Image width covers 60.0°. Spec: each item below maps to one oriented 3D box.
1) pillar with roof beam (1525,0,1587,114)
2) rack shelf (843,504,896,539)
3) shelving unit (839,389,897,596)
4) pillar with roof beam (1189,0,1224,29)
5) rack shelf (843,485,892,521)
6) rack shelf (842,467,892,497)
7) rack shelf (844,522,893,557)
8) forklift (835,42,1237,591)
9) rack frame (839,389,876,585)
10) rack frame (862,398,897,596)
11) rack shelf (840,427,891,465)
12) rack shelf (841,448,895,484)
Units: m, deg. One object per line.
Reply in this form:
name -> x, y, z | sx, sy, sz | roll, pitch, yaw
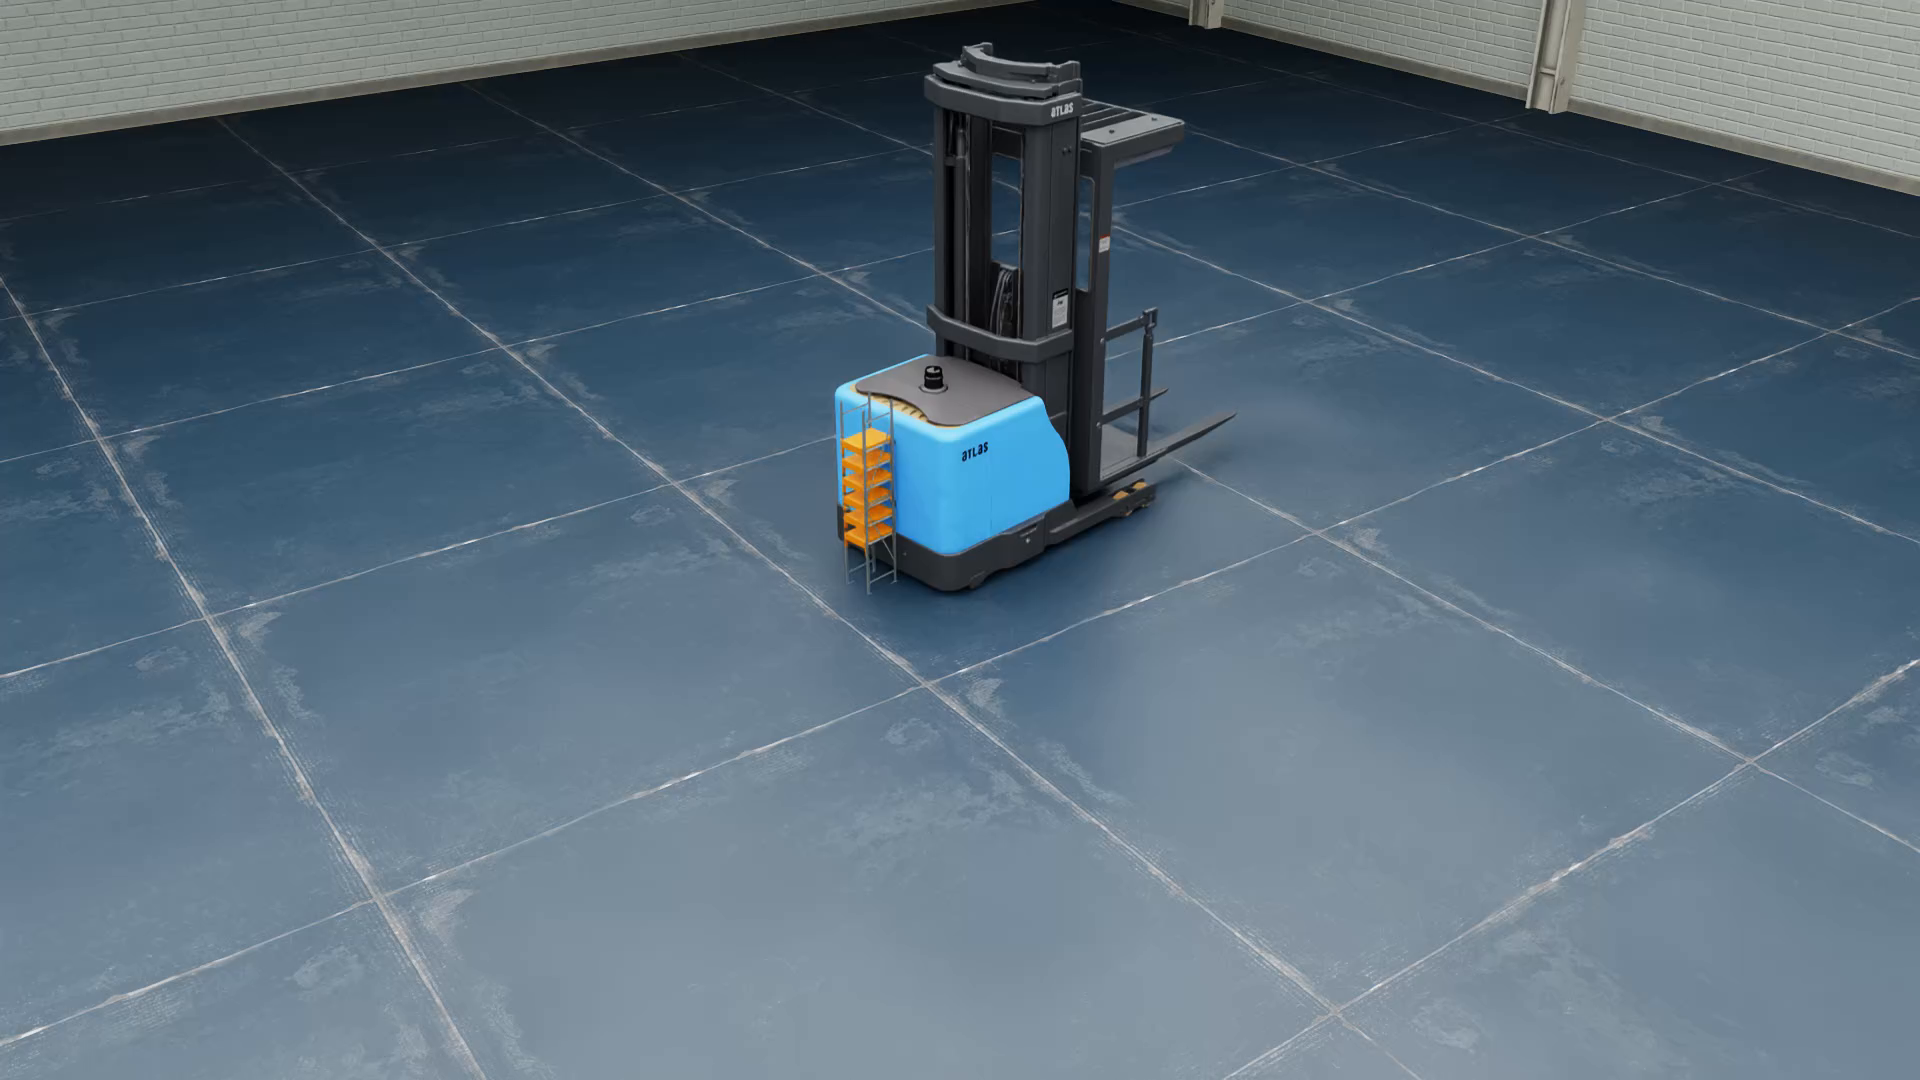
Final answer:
pillar with roof beam -> 3.564, -7.957, 15.700 | 9.100, 9.000, 0.400 | -19, 34, -31
rack shelf -> -0.532, -0.123, 9.790 | 0.180, 0.103, 0.258 | 25, 37, 37
shelving unit -> -0.532, -0.267, 9.711 | 0.189, 1.200, 0.258 | 25, 37, 37
pillar with roof beam -> 0.083, -10.290, 19.995 | 9.100, 9.000, 0.400 | -19, 34, -31
rack shelf -> -0.532, -0.228, 9.732 | 0.180, 0.103, 0.258 | 25, 37, 37
rack shelf -> -0.532, -0.333, 9.675 | 0.180, 0.103, 0.258 | 25, 37, 37
rack shelf -> -0.532, -0.017, 9.847 | 0.180, 0.103, 0.258 | 25, 37, 37
forklift -> 0.636, -1.590, 10.333 | 3.031, 2.935, 1.130 | -25, 37, -38
rack frame -> -0.598, -0.297, 9.767 | 0.006, 1.200, 0.240 | 25, 37, 37
rack frame -> -0.466, -0.237, 9.656 | 0.006, 1.200, 0.240 | 25, 37, 37
rack shelf -> -0.532, -0.544, 9.561 | 0.180, 0.103, 0.258 | 25, 37, 37
rack shelf -> -0.532, -0.439, 9.618 | 0.180, 0.103, 0.258 | 25, 37, 37
